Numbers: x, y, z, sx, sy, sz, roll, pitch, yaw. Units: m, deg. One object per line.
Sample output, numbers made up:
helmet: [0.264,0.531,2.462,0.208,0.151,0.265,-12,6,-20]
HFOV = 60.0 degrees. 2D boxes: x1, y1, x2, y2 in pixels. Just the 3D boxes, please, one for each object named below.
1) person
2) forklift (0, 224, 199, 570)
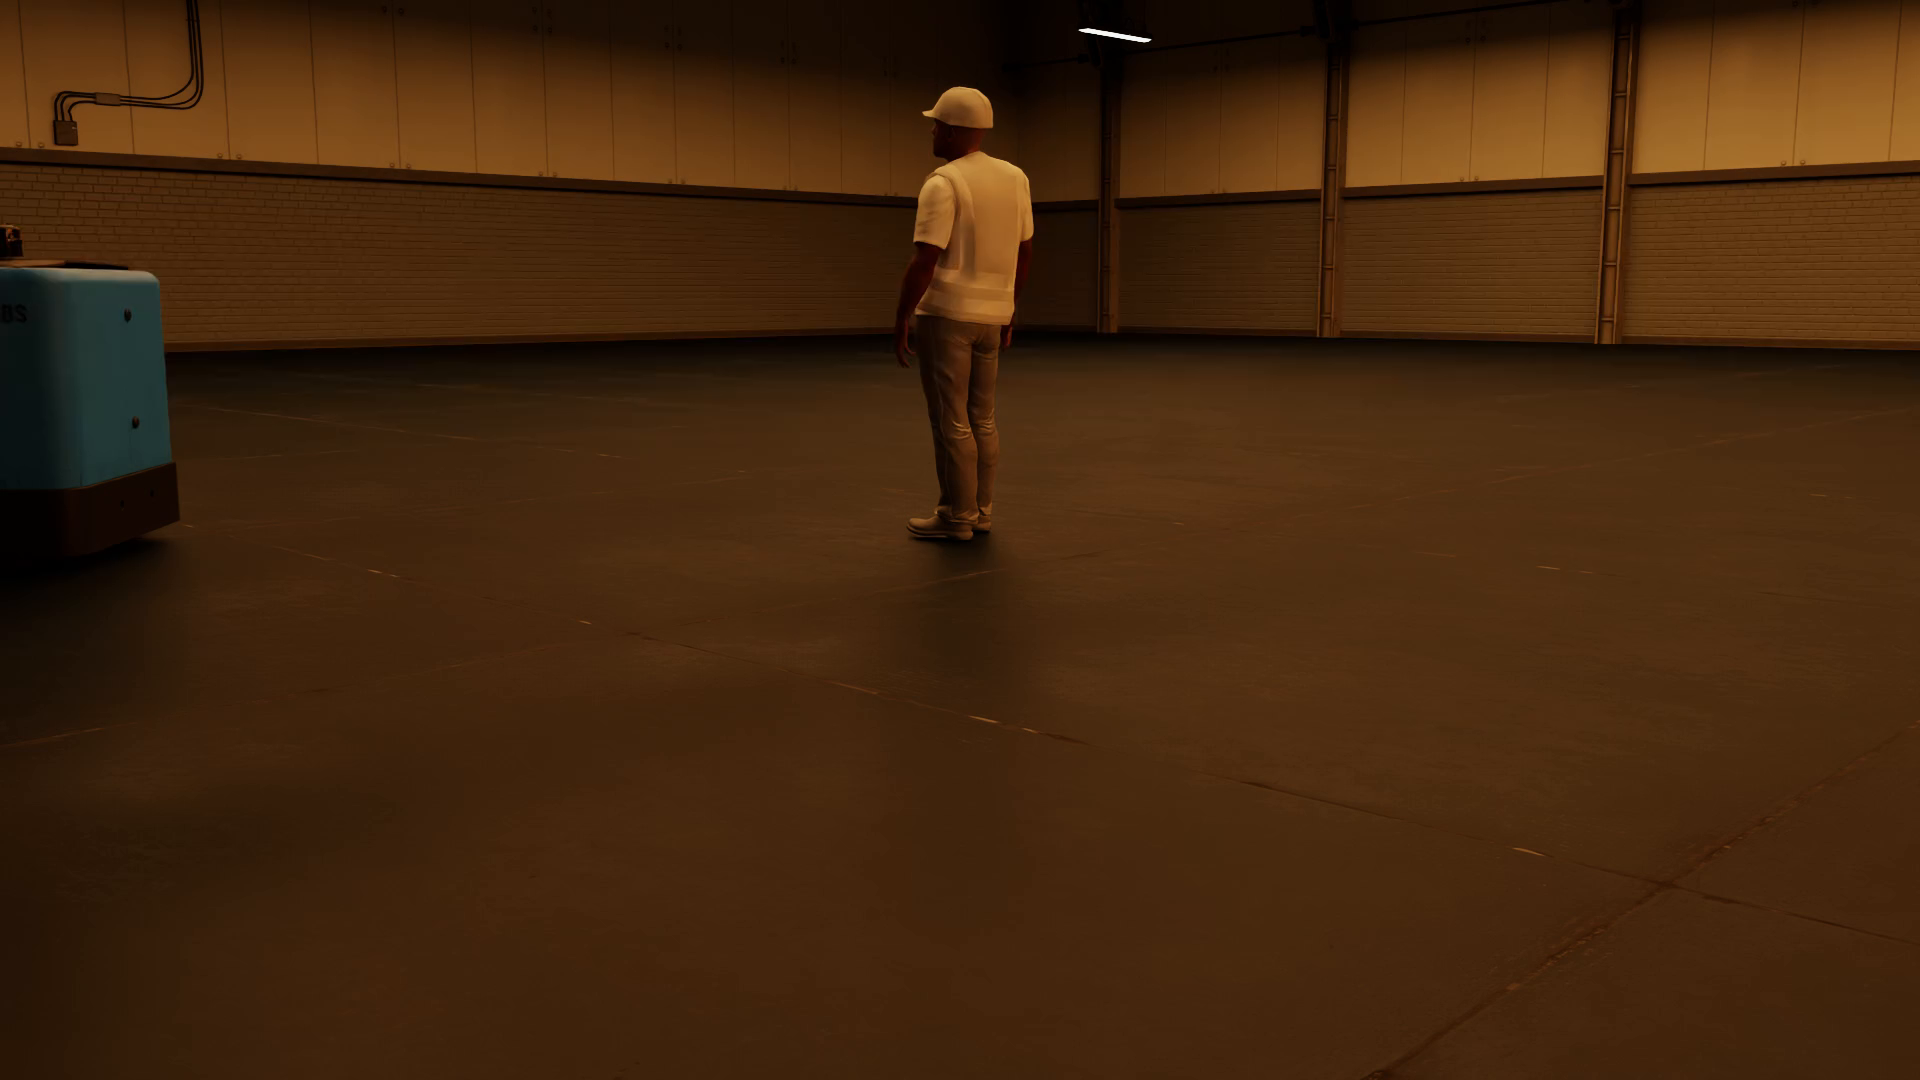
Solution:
person: [-0.045,-0.889,6.637,0.577,1.765,0.642,8,12,43]
forklift: [-4.557,-1.370,5.974,3.031,2.935,1.130,-1,9,-6]
